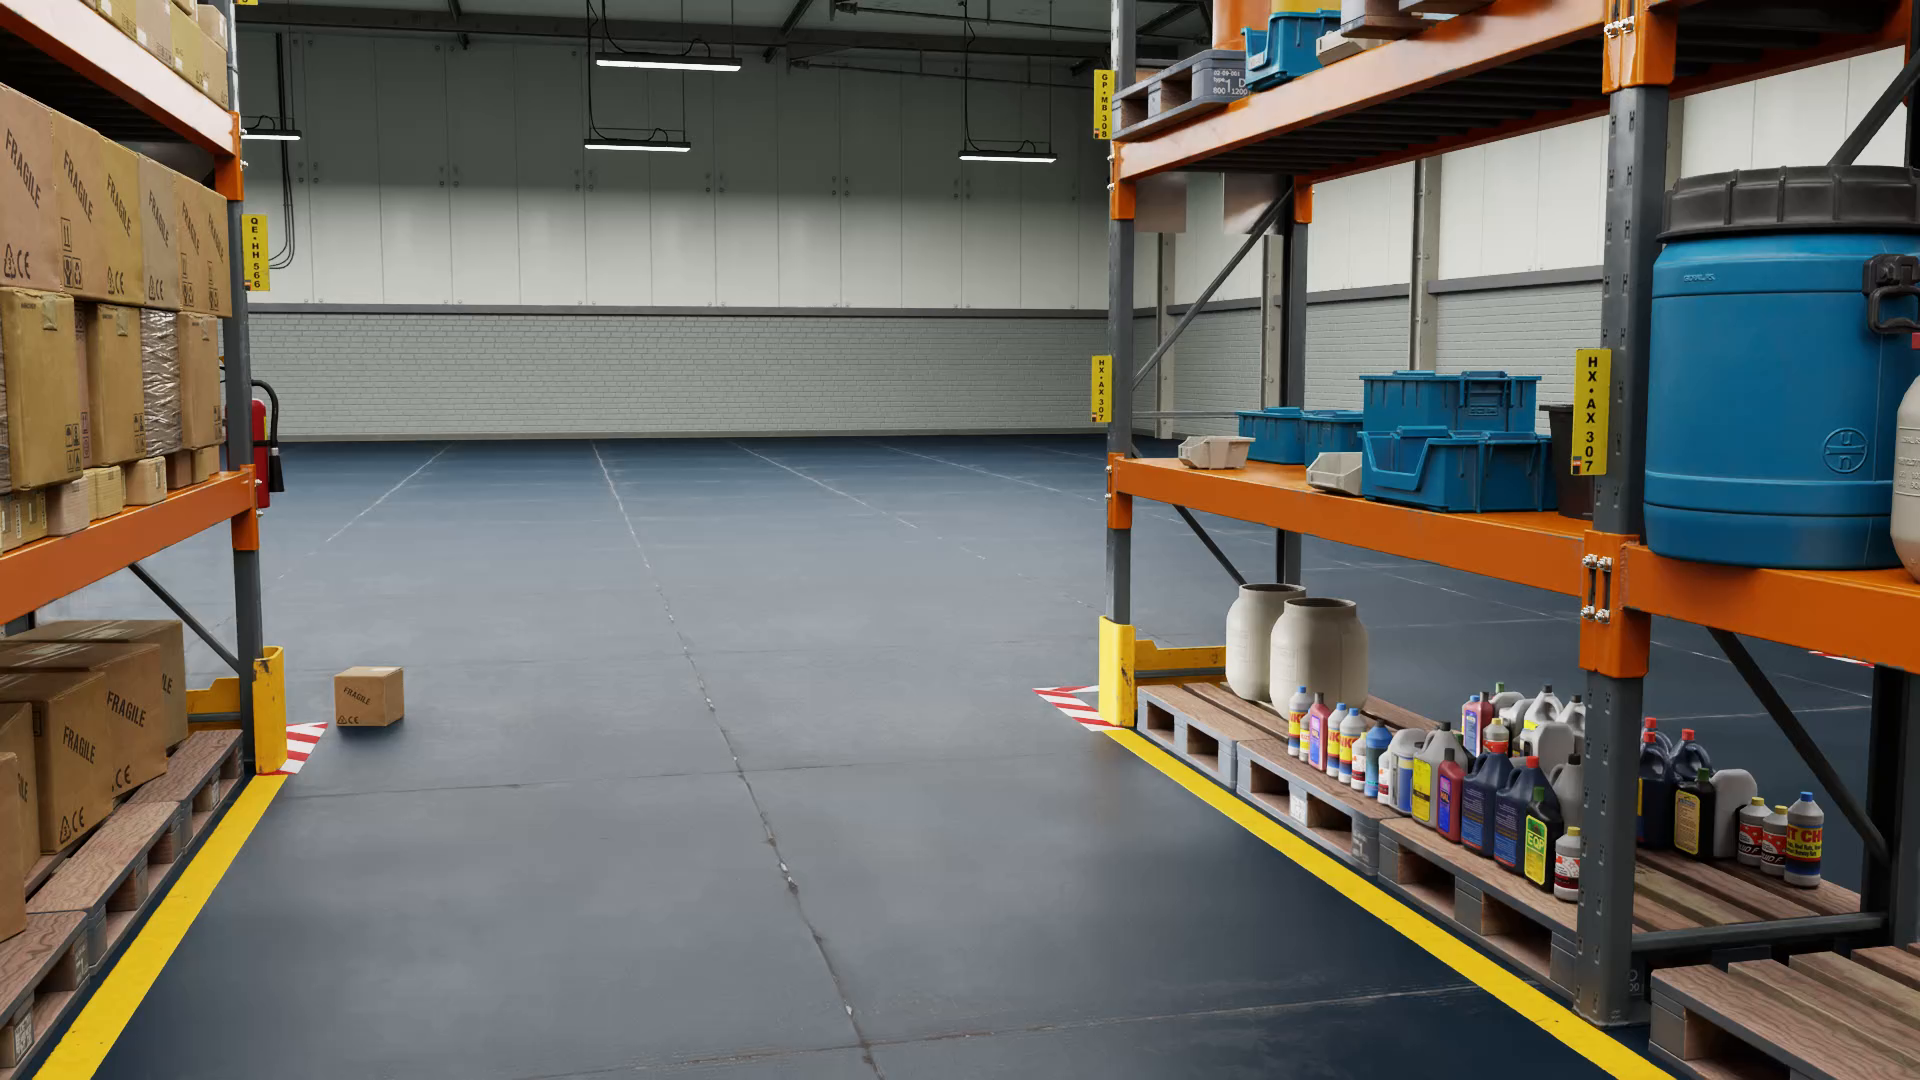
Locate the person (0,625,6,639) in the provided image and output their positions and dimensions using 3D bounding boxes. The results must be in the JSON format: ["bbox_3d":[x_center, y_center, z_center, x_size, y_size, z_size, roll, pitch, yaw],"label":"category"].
[{"bbox_3d":[-4.812,0.061,7.980,1.030,1.673,0.530,-2,6,-16],"label":"person"}]
